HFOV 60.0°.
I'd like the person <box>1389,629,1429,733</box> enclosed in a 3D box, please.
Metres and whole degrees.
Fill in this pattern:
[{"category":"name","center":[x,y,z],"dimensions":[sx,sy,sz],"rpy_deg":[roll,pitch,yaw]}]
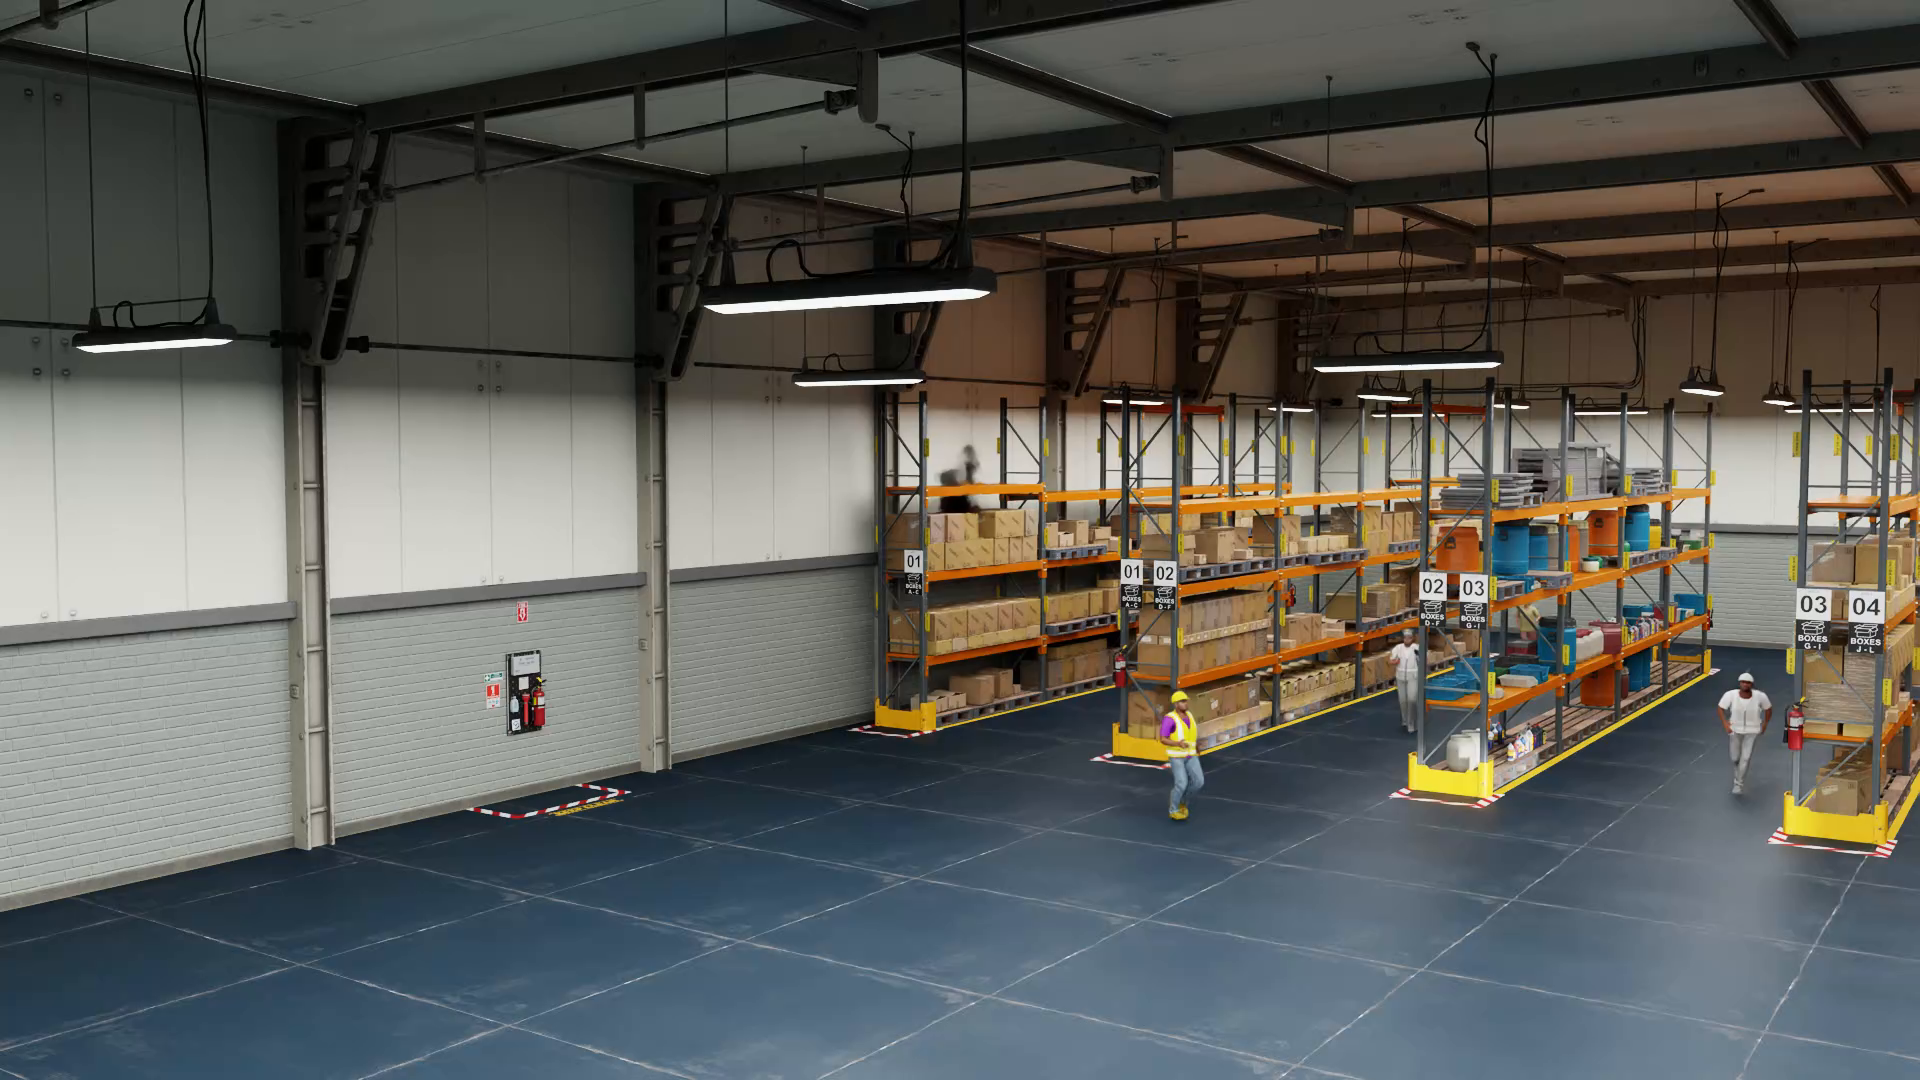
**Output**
[{"category":"person","center":[7.935,2.487,29.479],"dimensions":[0.640,1.840,0.755],"rpy_deg":[2,4,26]}]

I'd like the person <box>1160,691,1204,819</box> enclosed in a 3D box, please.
[{"category":"person","center":[3.012,2.890,22.247],"dimensions":[0.685,1.722,0.600],"rpy_deg":[-2,4,-34]}]

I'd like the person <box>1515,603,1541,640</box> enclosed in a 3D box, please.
[{"category":"person","center":[12.936,2.083,37.920],"dimensions":[0.594,1.658,0.802],"rpy_deg":[2,4,29]}]

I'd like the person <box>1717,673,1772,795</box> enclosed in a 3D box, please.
[{"category":"person","center":[11.451,2.799,24.284],"dimensions":[0.727,1.743,0.828],"rpy_deg":[2,4,27]}]
